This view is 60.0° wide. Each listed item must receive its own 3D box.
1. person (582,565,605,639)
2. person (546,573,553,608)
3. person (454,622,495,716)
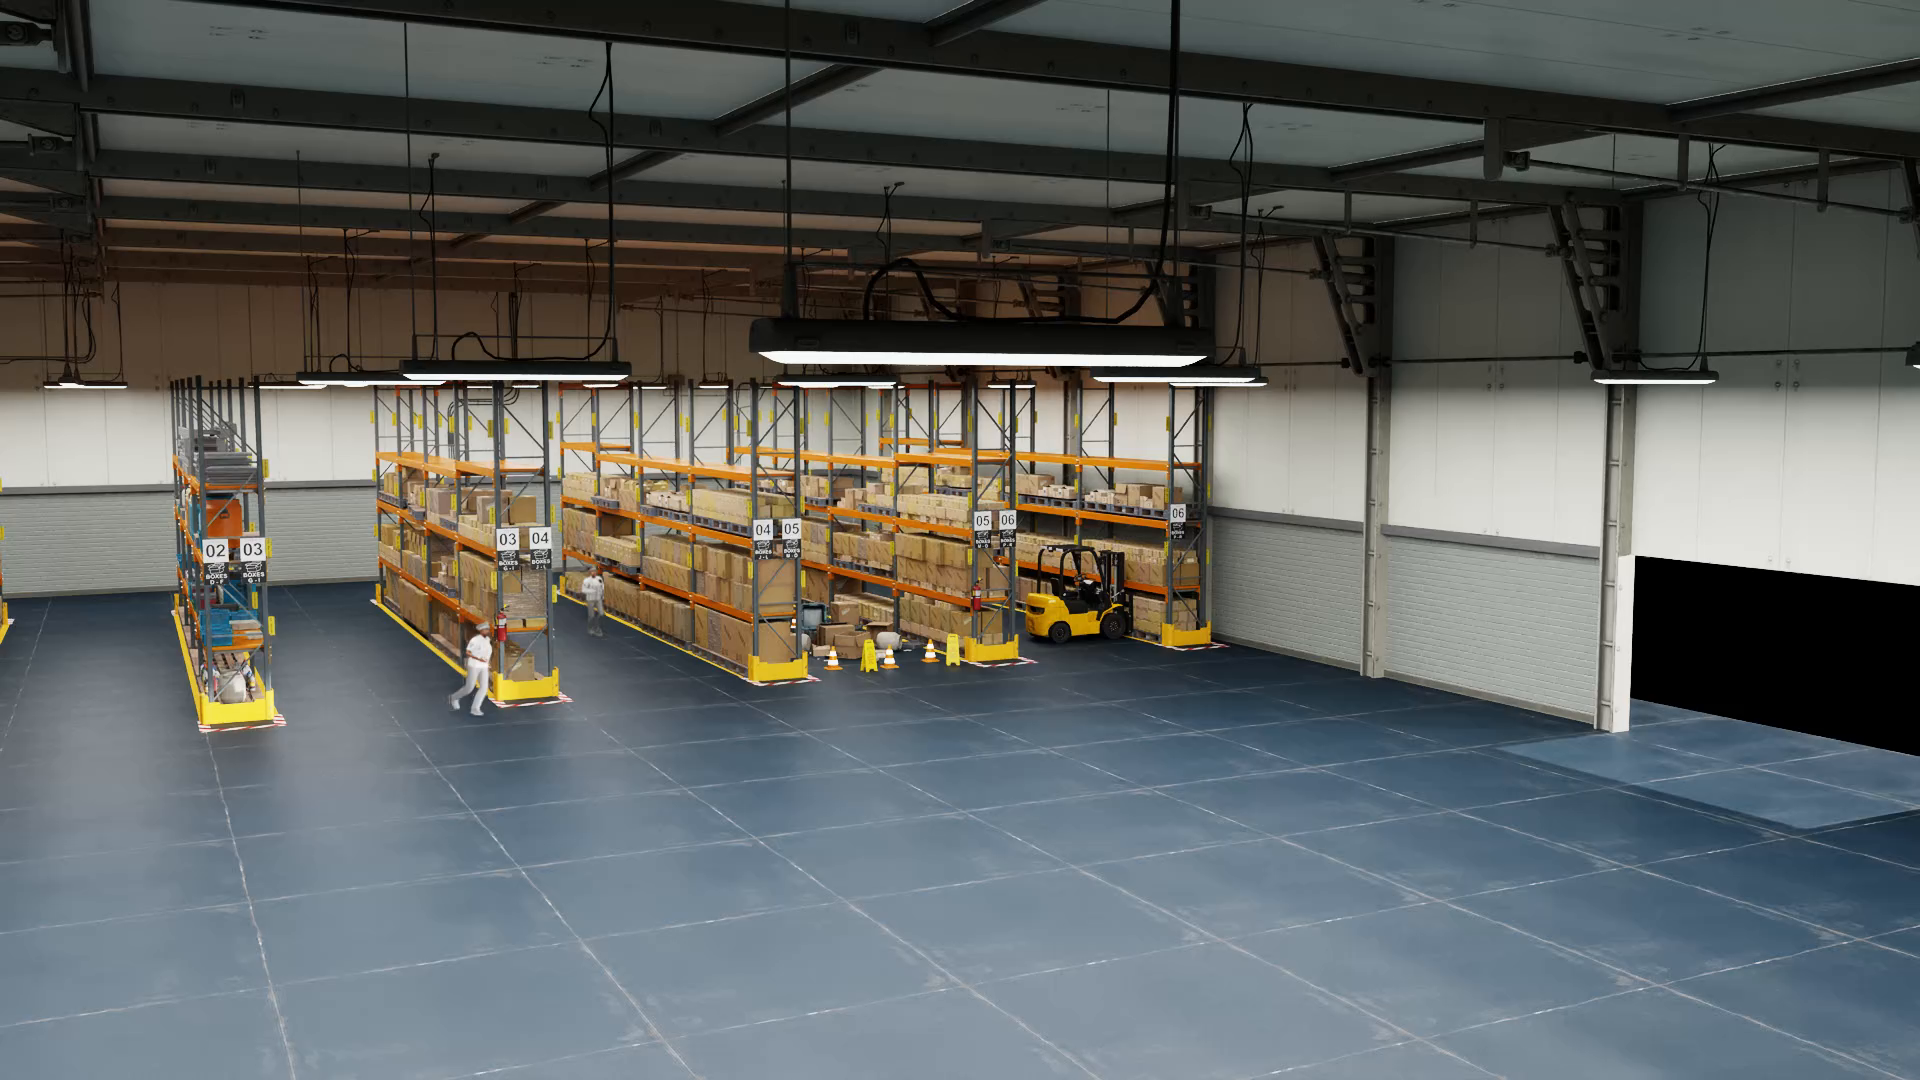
[{"bbox_3d":[-8.519,1.446,38.779,0.594,1.741,0.753,-3,6,-29],"label":"person"},{"bbox_3d":[-11.039,0.955,43.819,0.635,1.776,0.786,-2,5,-19],"label":"person"},{"bbox_3d":[-8.612,2.278,29.757,0.764,1.633,0.636,3,6,32],"label":"person"}]
